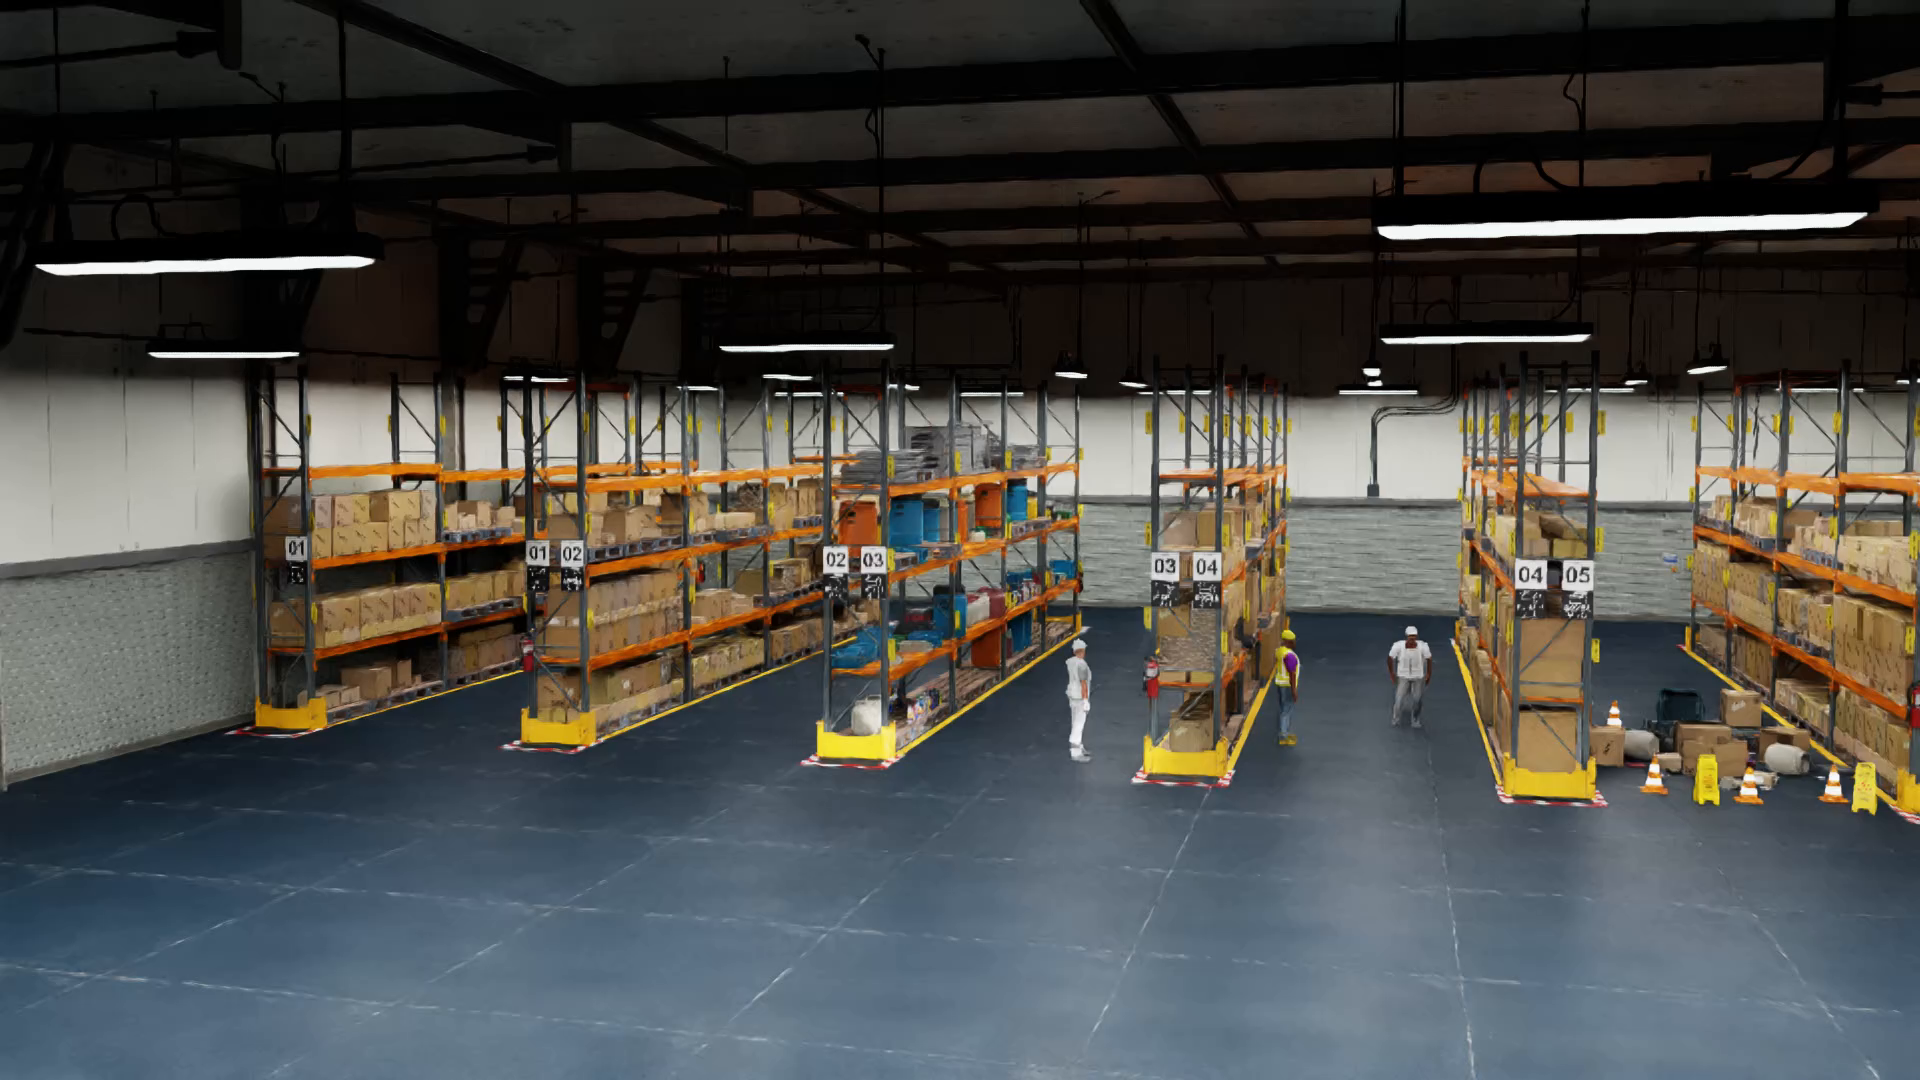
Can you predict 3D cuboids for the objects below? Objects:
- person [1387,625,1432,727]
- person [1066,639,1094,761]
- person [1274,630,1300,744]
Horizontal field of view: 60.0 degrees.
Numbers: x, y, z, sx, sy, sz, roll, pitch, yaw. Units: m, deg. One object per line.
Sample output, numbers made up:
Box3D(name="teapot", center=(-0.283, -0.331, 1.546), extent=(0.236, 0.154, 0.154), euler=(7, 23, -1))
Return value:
Box3D(name="person", center=(7.439, 2.257, 27.517), extent=(0.719, 1.714, 0.561), euler=(1, 4, 12))
Box3D(name="person", center=(1.824, 2.373, 24.910), extent=(0.451, 1.789, 0.605), euler=(-1, 4, -16))
Box3D(name="person", center=(5.170, 2.295, 26.153), extent=(0.404, 1.769, 0.664), euler=(-1, 4, -8))
